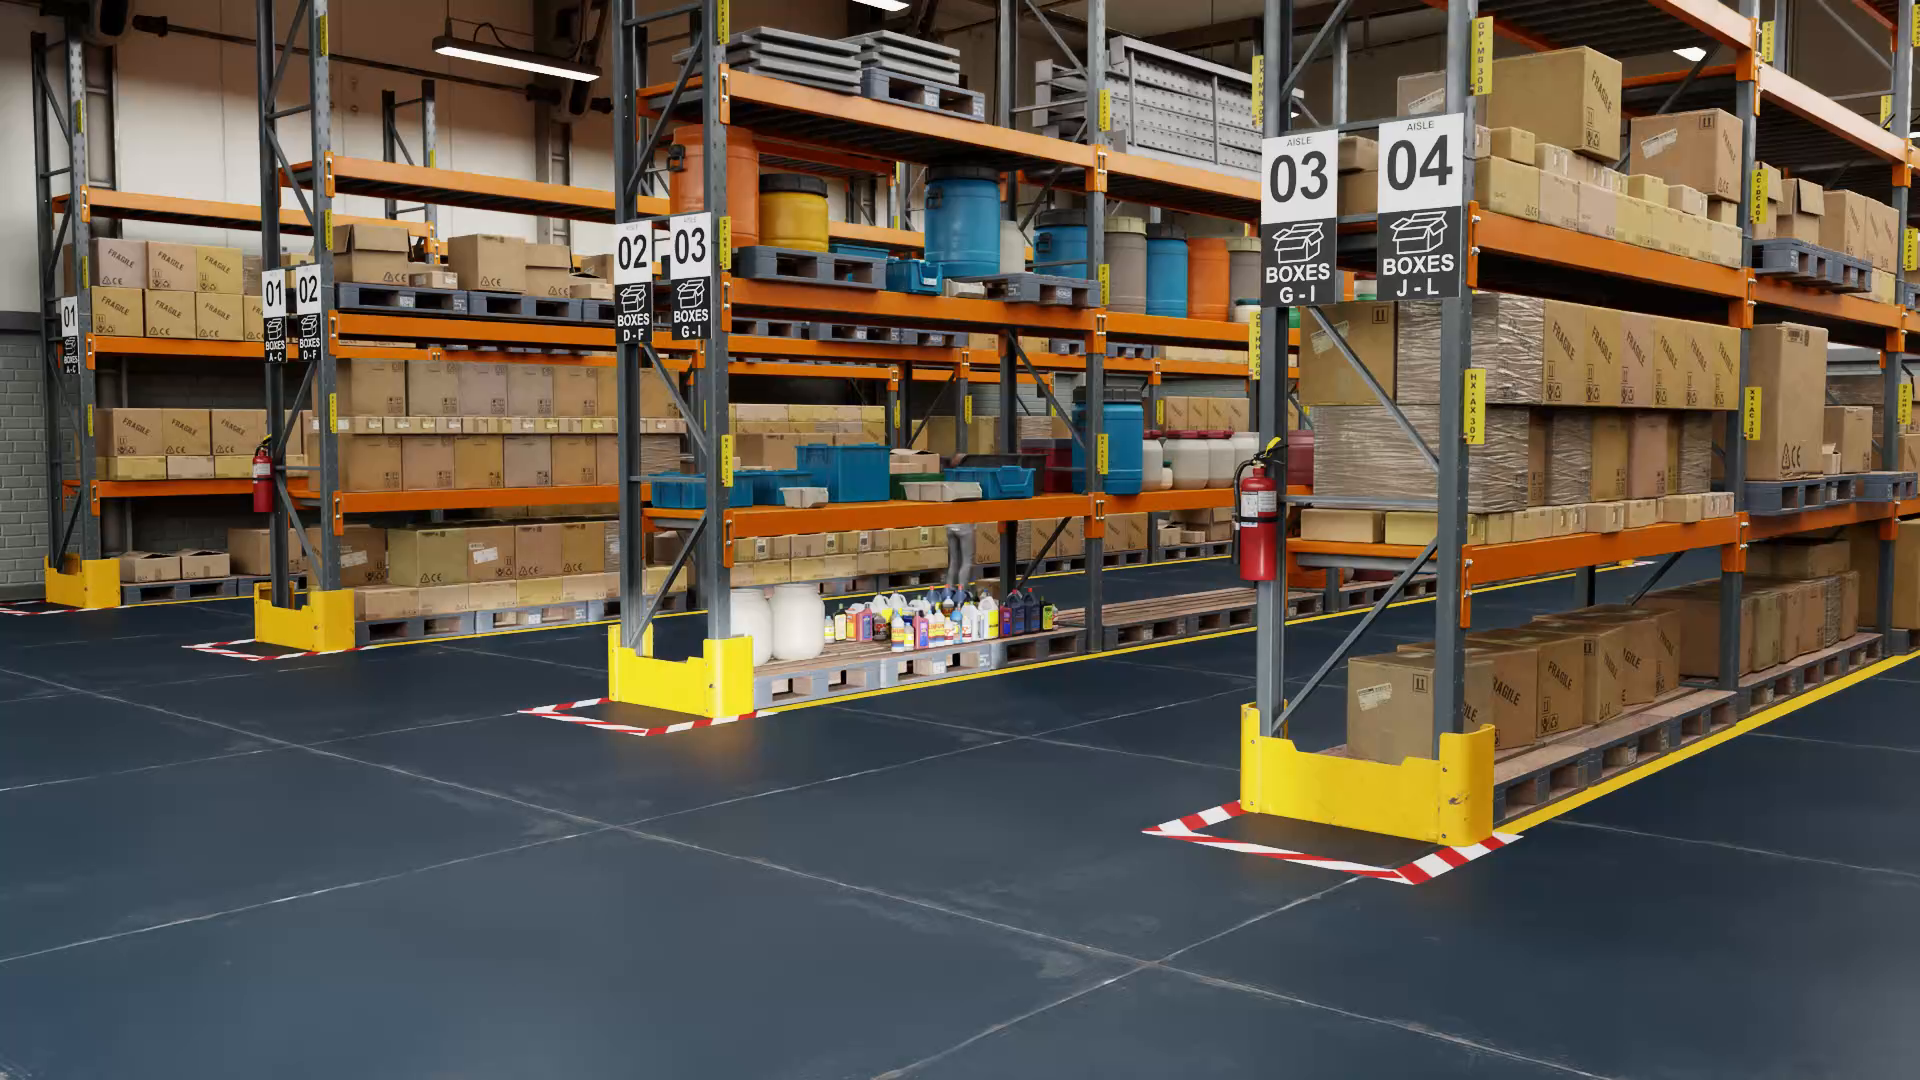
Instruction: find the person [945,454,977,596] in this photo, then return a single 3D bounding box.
[{"bbox_3d":[-0.004,-0.094,17.234,0.406,1.598,0.310,3,5,42],"label":"person"}]
